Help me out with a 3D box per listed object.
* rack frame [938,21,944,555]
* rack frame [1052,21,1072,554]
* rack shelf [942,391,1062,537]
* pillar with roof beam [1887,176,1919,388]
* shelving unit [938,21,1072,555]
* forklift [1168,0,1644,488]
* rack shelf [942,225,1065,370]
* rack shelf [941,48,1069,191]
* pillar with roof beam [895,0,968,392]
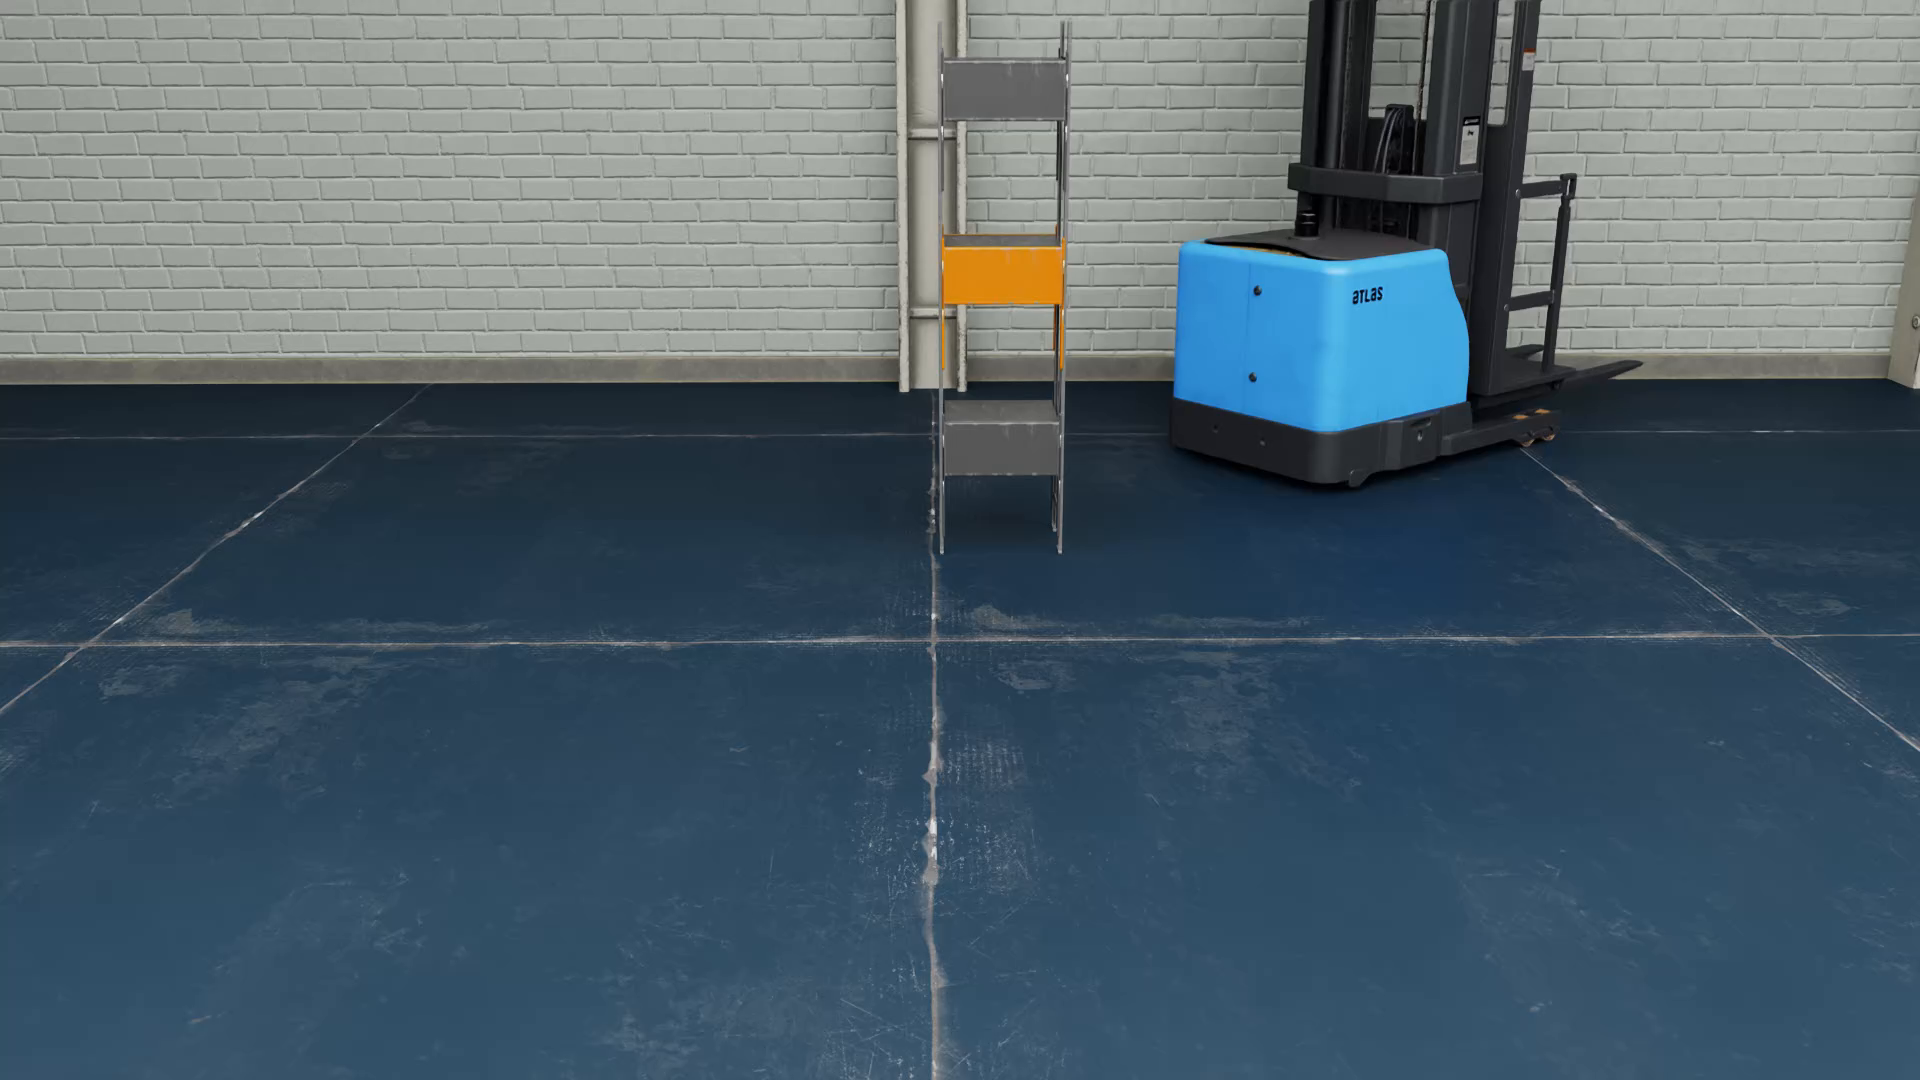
[{"bbox_3d":[-0.078,-0.999,6.726,0.015,2.100,0.400,0,18,-1],"label":"rack frame"},{"bbox_3d":[0.409,-1.002,6.733,0.015,2.100,0.400,0,18,-1],"label":"rack frame"},{"bbox_3d":[0.166,-0.321,6.947,0.480,0.518,0.431,0,18,-1],"label":"rack shelf"},{"bbox_3d":[5.907,-3.918,4.528,0.400,9.000,9.100,0,18,-1],"label":"pillar with roof beam"},{"bbox_3d":[0.166,-1.001,6.729,0.503,2.100,0.431,0,18,-1],"label":"shelving unit"},{"bbox_3d":[2.509,-1.985,8.436,3.031,2.935,1.130,-14,22,-37],"label":"forklift"},{"bbox_3d":[0.166,-0.988,6.733,0.480,0.518,0.431,0,18,-1],"label":"rack shelf"},{"bbox_3d":[0.166,-1.654,6.520,0.480,0.518,0.431,0,18,-1],"label":"rack shelf"},{"bbox_3d":[-0.092,-3.889,4.437,0.400,9.000,9.100,0,18,-1],"label":"pillar with roof beam"}]
